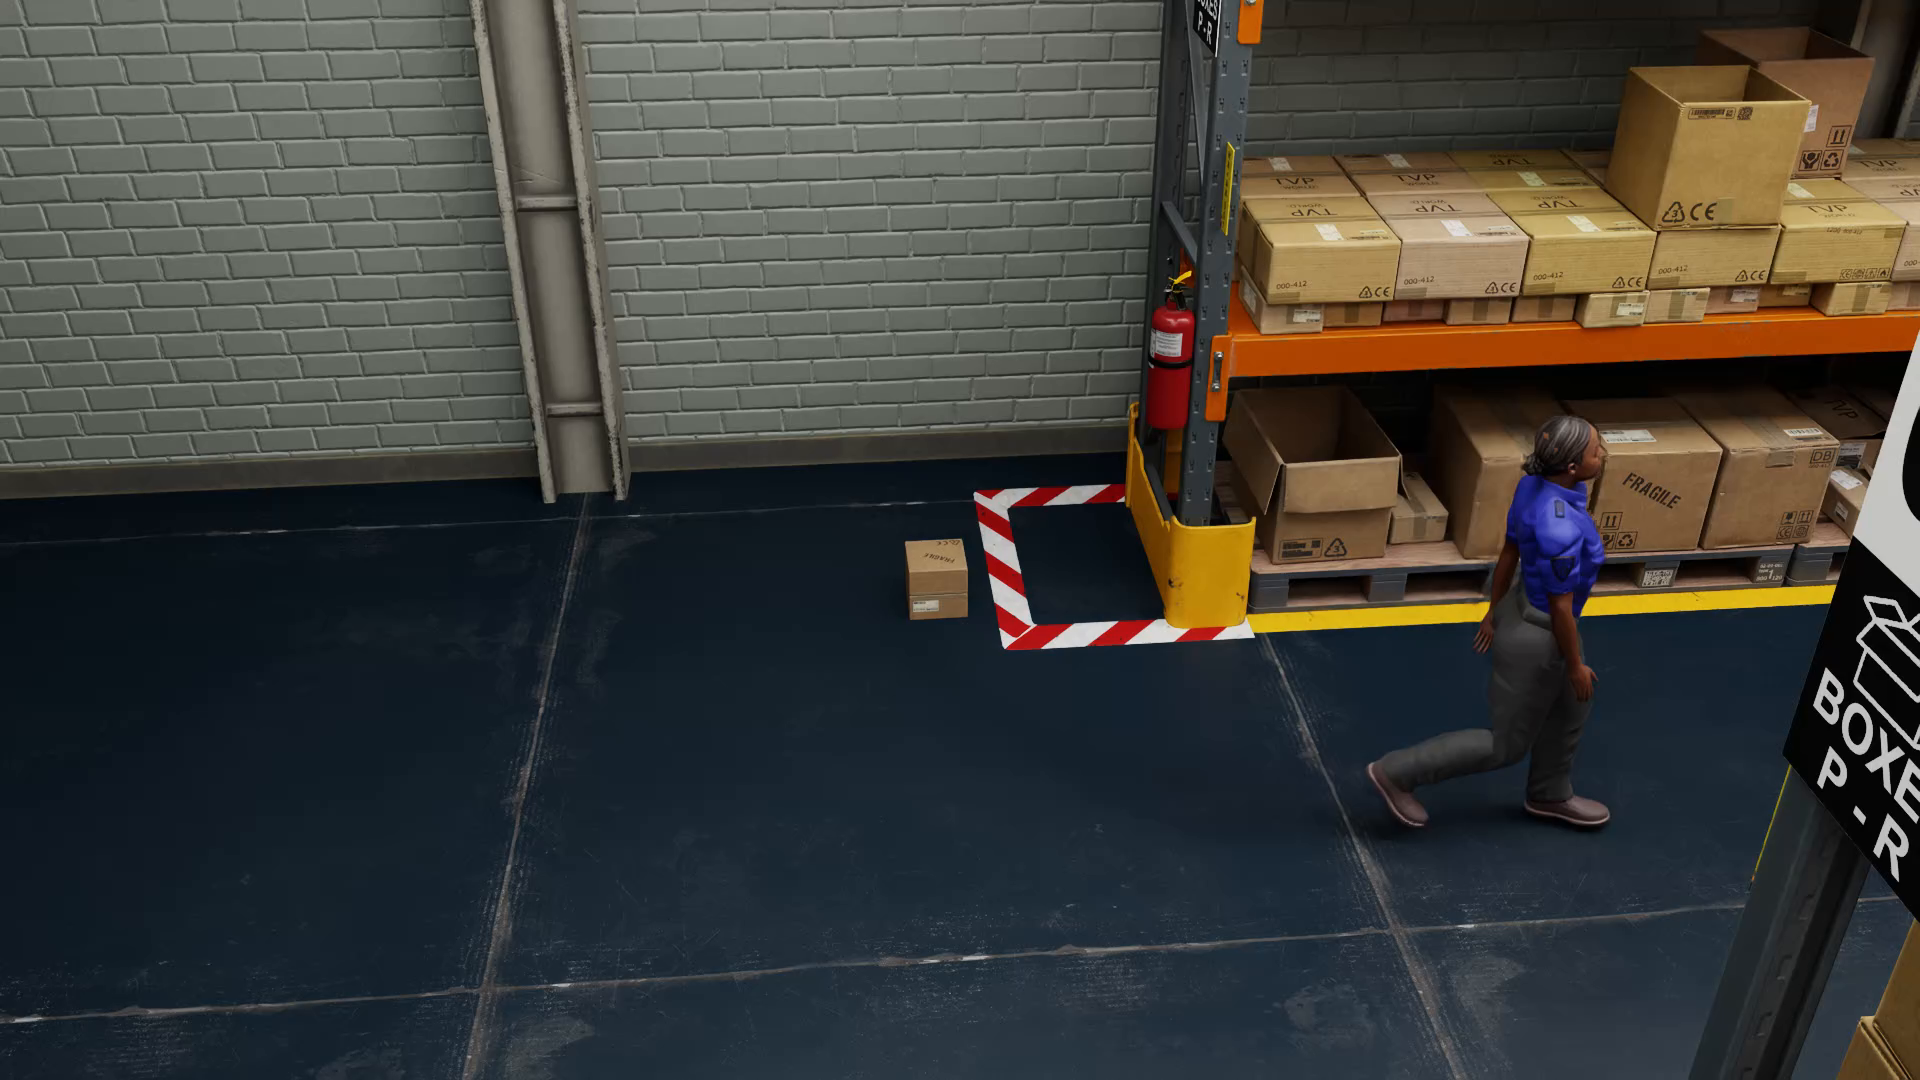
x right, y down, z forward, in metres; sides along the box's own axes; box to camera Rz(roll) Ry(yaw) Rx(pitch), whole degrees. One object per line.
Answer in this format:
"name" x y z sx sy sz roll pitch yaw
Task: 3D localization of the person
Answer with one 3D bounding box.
"person" 1.894 0.309 5.610 0.881 1.616 0.425 7 32 11
